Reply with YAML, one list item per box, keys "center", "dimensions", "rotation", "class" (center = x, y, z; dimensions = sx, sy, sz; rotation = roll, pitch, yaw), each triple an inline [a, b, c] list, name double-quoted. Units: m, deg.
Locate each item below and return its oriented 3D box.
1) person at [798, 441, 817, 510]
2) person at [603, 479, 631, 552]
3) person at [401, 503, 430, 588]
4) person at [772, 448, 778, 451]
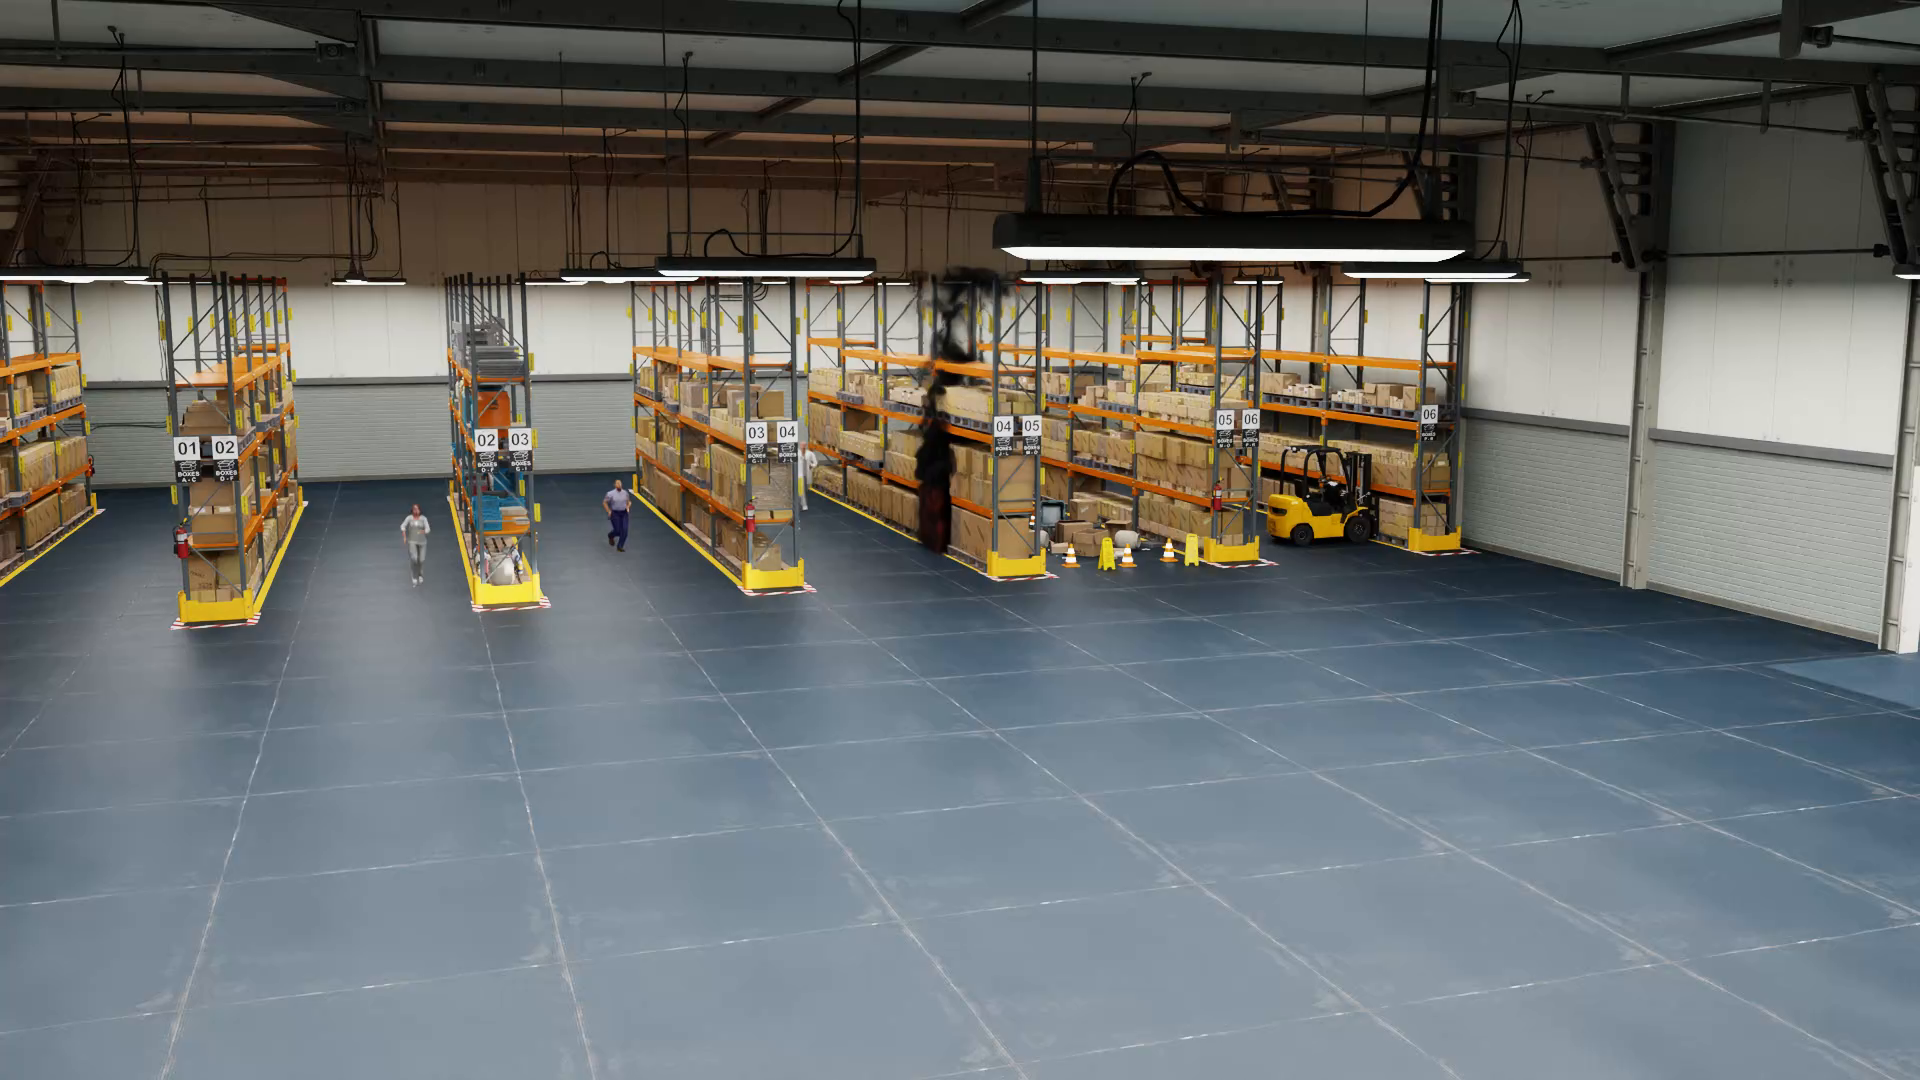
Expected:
- center: [-4.077, -1.698, 43.294]
  dimensions: [0.727, 1.760, 1.035]
  rotation: [-2, 9, -16]
  class: "person"
- center: [-7.454, -0.496, 36.366]
  dimensions: [0.607, 1.511, 0.551]
  rotation: [-6, 10, -34]
  class: "person"
- center: [-10.495, 0.098, 32.137]
  dimensions: [0.503, 1.617, 0.682]
  rotation: [-4, 10, -25]
  class: "person"
- center: [-5.086, -2.069, 46.317]
  dimensions: [0.630, 1.674, 0.703]
  rotation: [-3, 9, -17]
  class: "person"
